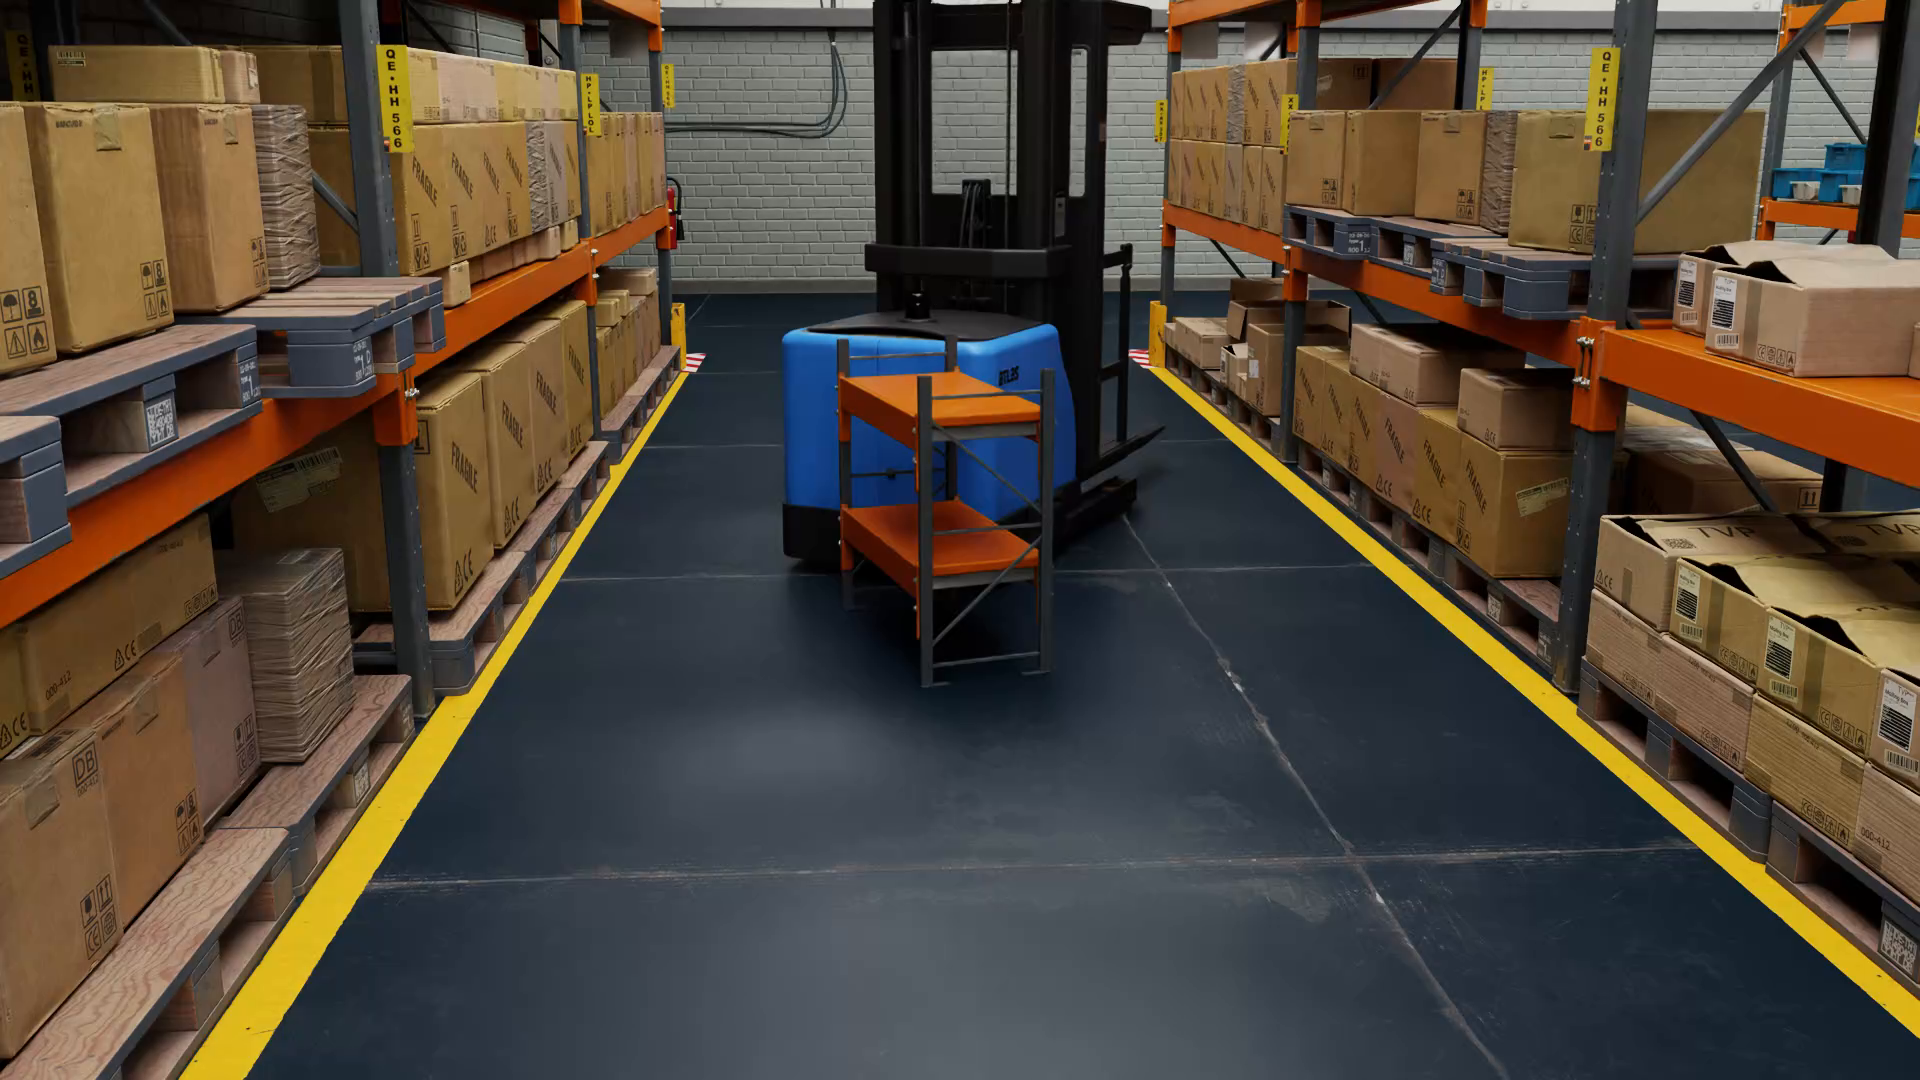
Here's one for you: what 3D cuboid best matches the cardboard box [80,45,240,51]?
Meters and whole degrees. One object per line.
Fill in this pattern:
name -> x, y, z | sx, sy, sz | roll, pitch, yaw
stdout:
cardboard box -> -2.596, -1.520, 5.570 | 0.500, 0.250, 0.500 | 0, 14, -2

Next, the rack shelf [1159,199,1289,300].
rack shelf -> 2.263, -2.067, 11.483 | 1.077, 0.370, 4.000 | -1, 14, -3

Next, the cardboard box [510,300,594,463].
cardboard box -> -2.387, -0.843, 8.754 | 0.750, 0.750, 0.750 | -1, 14, -3

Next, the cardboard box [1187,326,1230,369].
cardboard box -> 1.952, -1.406, 12.105 | 0.500, 0.250, 0.500 | -1, 14, -3

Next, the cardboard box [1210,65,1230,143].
cardboard box -> 2.002, -2.950, 11.265 | 0.500, 0.500, 0.500 | -1, 14, -4

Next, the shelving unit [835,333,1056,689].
shelving unit -> -0.079, -0.155, 6.373 | 0.538, 1.125, 1.048 | -5, 15, -19

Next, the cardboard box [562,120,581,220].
cardboard box -> -2.277, -1.932, 8.676 | 0.500, 0.500, 0.500 | -1, 14, -4

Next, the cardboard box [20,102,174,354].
cardboard box -> -2.171, -0.681, 3.569 | 0.700, 0.500, 0.500 | -1, 14, -3

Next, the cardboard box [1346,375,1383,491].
cardboard box -> 2.241, -0.539, 8.236 | 0.500, 0.500, 0.500 | -1, 14, -3

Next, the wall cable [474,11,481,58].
wall cable -> -3.828, -3.631, 14.080 | 0.084, 1.984, 1.851 | -1, 14, -3

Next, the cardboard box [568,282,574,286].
cardboard box -> -2.788, -1.682, 11.417 | 0.380, 0.149, 0.250 | -1, 14, -3

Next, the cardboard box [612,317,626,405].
cardboard box -> -2.529, -1.146, 10.633 | 0.700, 0.500, 0.500 | -1, 14, -4

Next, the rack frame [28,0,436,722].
rack frame -> -2.309, -0.846, 5.293 | 1.000, 3.000, 0.127 | -1, 14, -3

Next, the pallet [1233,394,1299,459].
pallet -> 2.346, -0.738, 10.471 | 1.003, 0.211, 1.213 | -1, 14, -3

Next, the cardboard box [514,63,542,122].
cardboard box -> -2.219, -2.039, 7.590 | 0.500, 0.250, 0.500 | -1, 14, -2

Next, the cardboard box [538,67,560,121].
cardboard box -> -2.251, -2.166, 8.083 | 0.500, 0.250, 0.500 | -1, 14, -2

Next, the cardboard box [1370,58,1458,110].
cardboard box -> 2.639, -2.572, 9.795 | 0.500, 0.500, 0.500 | -1, 14, -2

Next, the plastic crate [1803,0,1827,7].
plastic crate -> 6.829, -4.277, 12.874 | 0.497, 0.269, 0.590 | -1, 14, -3

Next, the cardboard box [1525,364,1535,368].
cardboard box -> 2.726, -0.679, 8.779 | 0.500, 0.500, 0.500 | -1, 14, -3

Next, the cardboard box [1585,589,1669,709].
cardboard box -> 2.374, 0.340, 5.360 | 0.500, 0.250, 0.500 | -1, 14, -4

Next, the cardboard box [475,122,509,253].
cardboard box -> -2.137, -1.426, 6.712 | 0.500, 0.500, 0.500 | -1, 14, -4

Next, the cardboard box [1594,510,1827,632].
cardboard box -> 2.374, 0.069, 5.290 | 0.500, 0.311, 0.500 | 0, 14, -2

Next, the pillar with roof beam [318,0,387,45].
pillar with roof beam -> 0.833, -4.973, 9.295 | 9.100, 9.000, 0.400 | -1, 14, -3

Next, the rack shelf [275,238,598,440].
rack shelf -> -2.433, -0.995, 7.316 | 1.077, 0.370, 4.000 | -1, 14, -3

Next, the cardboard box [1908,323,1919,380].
cardboard box -> 2.770, -0.485, 4.396 | 0.380, 0.149, 0.250 | 0, 14, 1

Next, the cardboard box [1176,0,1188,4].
cardboard box -> 1.917, -4.161, 12.460 | 0.500, 0.250, 0.500 | -1, 14, -3

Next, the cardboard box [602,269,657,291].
cardboard box -> -2.472, -1.940, 12.420 | 0.380, 0.149, 0.250 | -1, 14, -4

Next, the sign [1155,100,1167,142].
sign -> 1.598, -3.323, 13.186 | 0.100, 0.325, 0.005 | -1, 14, -3

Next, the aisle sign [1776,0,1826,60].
aisle sign -> 6.782, -4.260, 13.348 | 0.394, 0.787, 0.004 | -1, 14, -3

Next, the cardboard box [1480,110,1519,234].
cardboard box -> 2.617, -1.560, 7.026 | 0.700, 0.500, 0.500 | 2, 15, 7

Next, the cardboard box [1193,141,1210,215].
cardboard box -> 1.969, -2.593, 11.886 | 0.500, 0.500, 0.500 | -1, 14, -4

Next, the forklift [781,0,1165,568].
forklift -> 0.272, -1.569, 8.243 | 1.130, 2.935, 3.031 | 6, 16, 24

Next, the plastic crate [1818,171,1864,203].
plastic crate -> 6.811, -2.706, 12.739 | 0.416, 0.233, 0.300 | -1, 14, -3

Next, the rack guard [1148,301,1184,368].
rack guard -> 2.144, -1.683, 13.564 | 1.175, 0.500, 0.348 | -1, 14, -3

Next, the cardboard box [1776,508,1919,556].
cardboard box -> 2.913, 0.060, 5.323 | 0.500, 0.311, 0.500 | -1, 14, -2

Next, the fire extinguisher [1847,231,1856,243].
fire extinguisher -> 7.528, -2.815, 13.849 | 0.296, 0.674, 0.183 | -1, 14, -3

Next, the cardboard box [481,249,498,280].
cardboard box -> -2.204, -1.200, 7.136 | 0.380, 0.149, 0.250 | -1, 14, -3

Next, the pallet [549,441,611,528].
pallet -> -2.434, -0.299, 8.765 | 1.003, 0.211, 1.213 | -1, 14, -3

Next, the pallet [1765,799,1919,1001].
pallet -> 2.720, 0.936, 3.967 | 1.003, 0.211, 1.213 | -1, 14, -3

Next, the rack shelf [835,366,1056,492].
rack shelf -> -0.079, -0.439, 6.300 | 0.538, 0.278, 1.000 | -5, 15, -19

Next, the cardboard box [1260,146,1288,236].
cardboard box -> 2.100, -2.087, 9.915 | 0.500, 0.500, 0.500 | -1, 14, -3

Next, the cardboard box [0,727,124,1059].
cardboard box -> -2.197, 0.709, 3.386 | 0.700, 0.500, 0.500 | -1, 14, -3

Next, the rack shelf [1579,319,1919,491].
rack shelf -> 2.759, -0.077, 3.750 | 1.077, 0.370, 4.000 | -1, 14, -3

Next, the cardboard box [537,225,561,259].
cardboard box -> -2.168, -1.456, 8.131 | 0.380, 0.149, 0.250 | -1, 14, -3

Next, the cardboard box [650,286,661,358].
cardboard box -> -2.661, -1.655, 12.614 | 0.700, 0.500, 0.500 | -1, 14, -3

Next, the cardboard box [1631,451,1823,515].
cardboard box -> 2.892, -0.043, 6.307 | 0.500, 0.500, 0.500 | 0, 14, -1

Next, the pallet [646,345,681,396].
pallet -> -2.677, -1.287, 12.605 | 1.003, 0.211, 1.213 | -1, 14, -3

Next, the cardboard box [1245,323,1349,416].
cardboard box -> 2.069, -1.058, 10.250 | 0.500, 0.500, 0.500 | -1, 14, -3

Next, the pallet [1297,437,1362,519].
pallet -> 2.475, -0.365, 9.024 | 1.003, 0.211, 1.213 | -1, 14, -3

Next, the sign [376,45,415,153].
sign -> -1.768, -1.379, 5.200 | 0.100, 0.325, 0.005 | -1, 14, -3

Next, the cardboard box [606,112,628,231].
cardboard box -> -2.614, -2.302, 10.353 | 0.980, 0.700, 0.700 | -1, 14, -5
